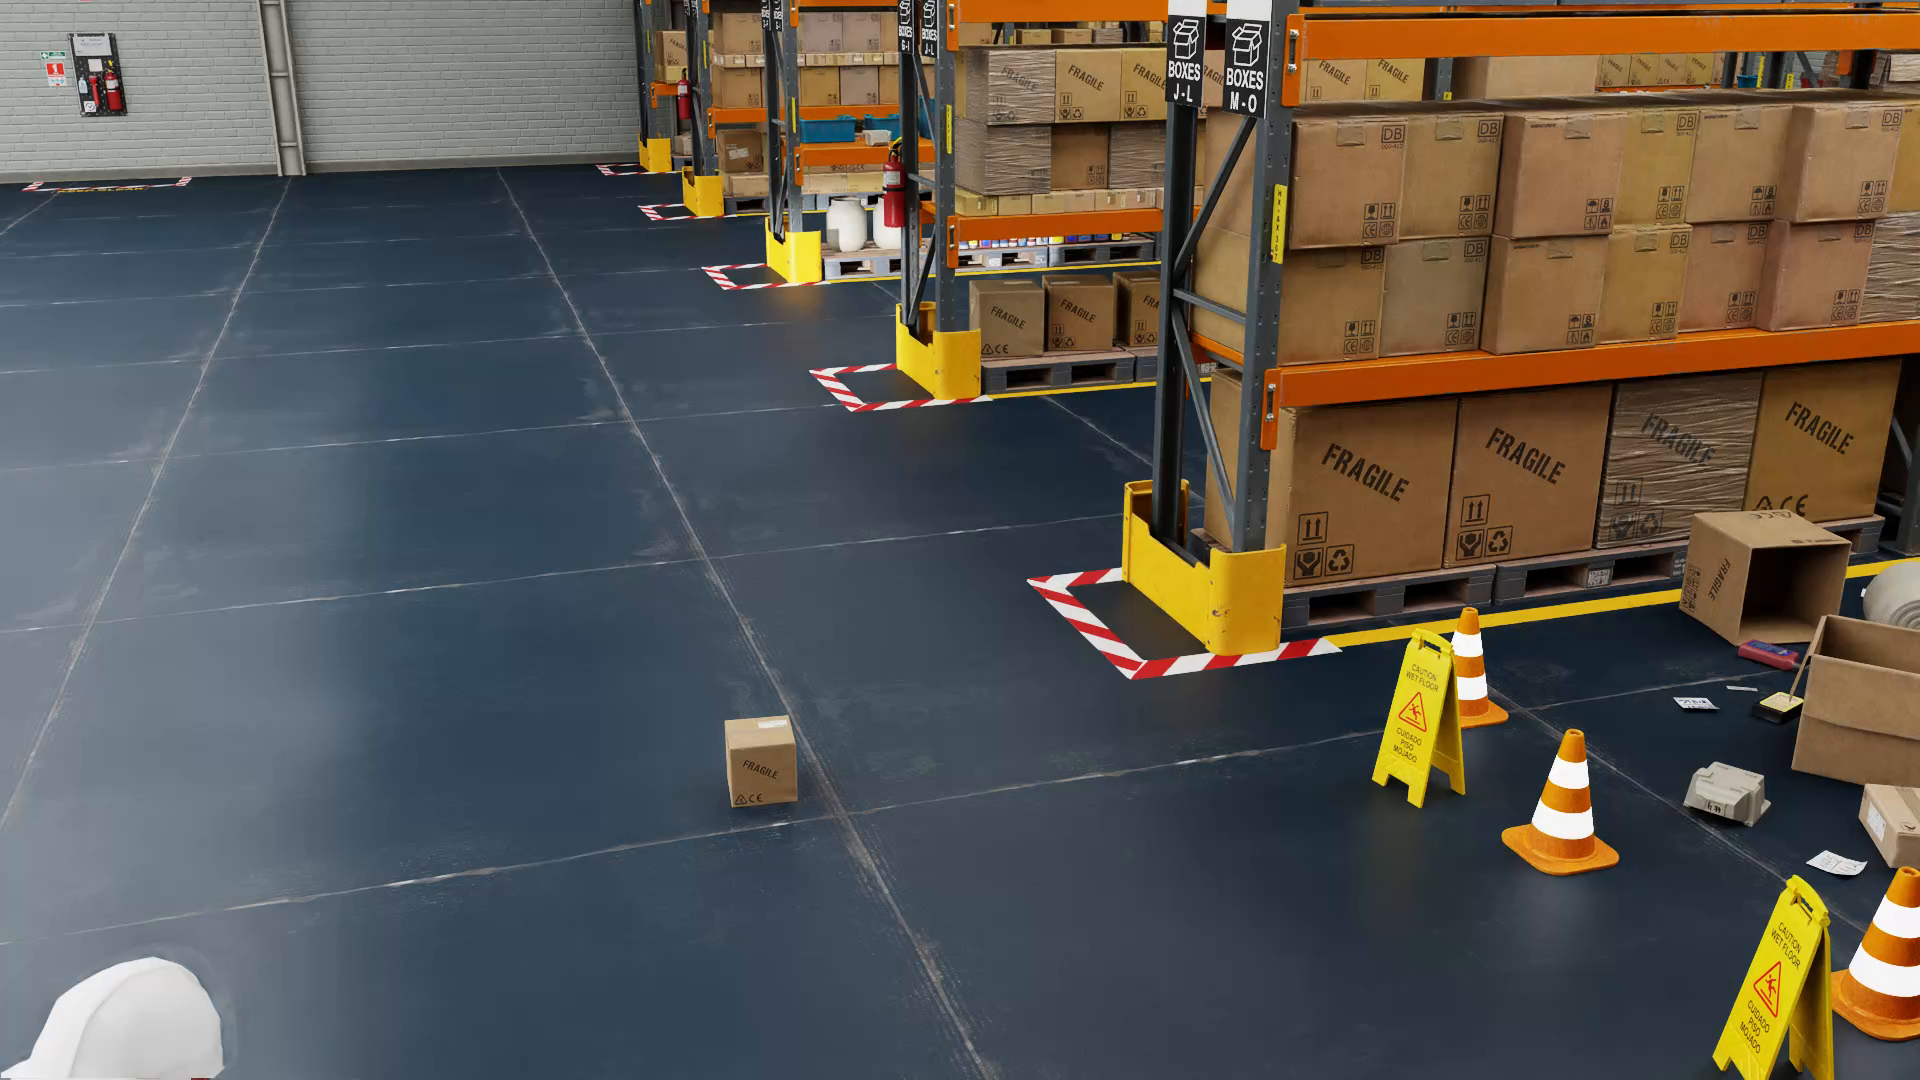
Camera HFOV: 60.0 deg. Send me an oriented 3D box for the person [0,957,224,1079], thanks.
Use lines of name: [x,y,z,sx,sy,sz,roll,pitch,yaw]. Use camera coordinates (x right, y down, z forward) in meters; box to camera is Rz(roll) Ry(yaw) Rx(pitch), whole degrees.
person: [-1.130,1.427,2.381,0.535,1.712,1.030,3,19,9]
